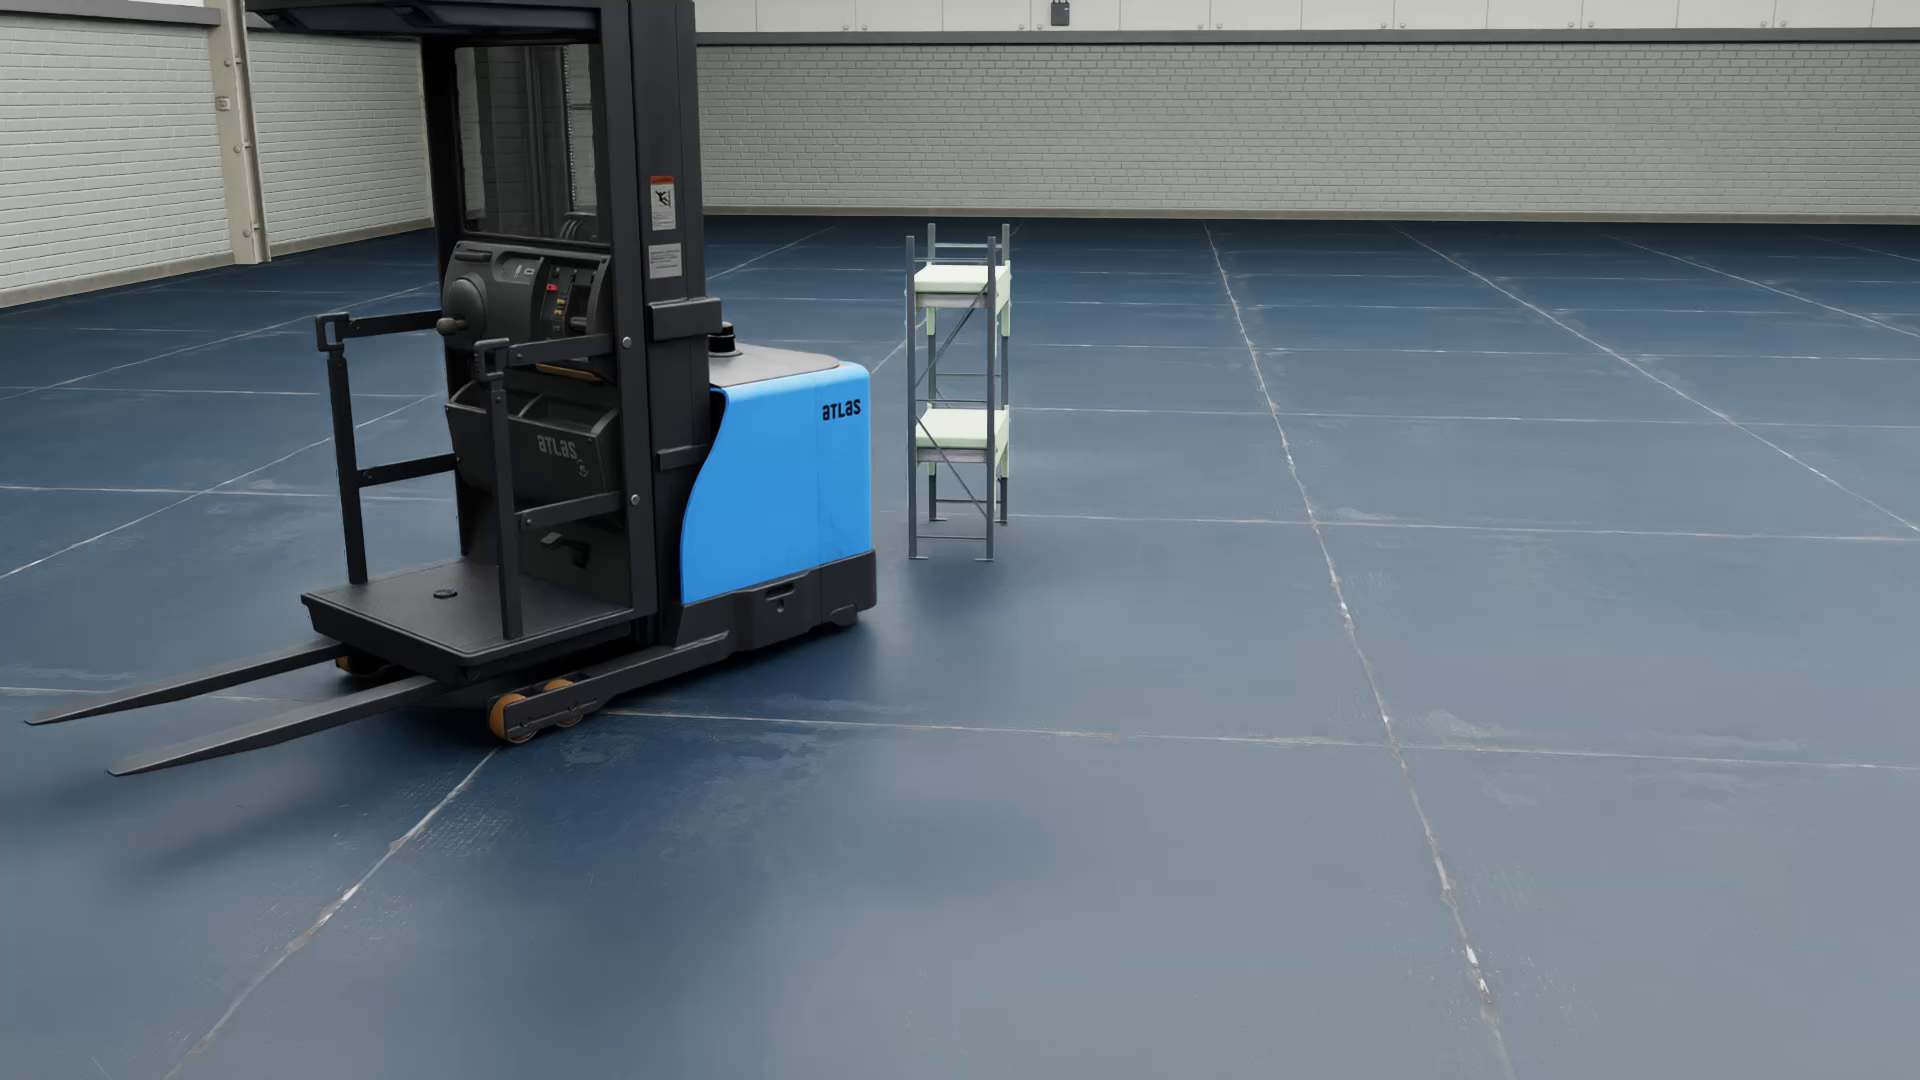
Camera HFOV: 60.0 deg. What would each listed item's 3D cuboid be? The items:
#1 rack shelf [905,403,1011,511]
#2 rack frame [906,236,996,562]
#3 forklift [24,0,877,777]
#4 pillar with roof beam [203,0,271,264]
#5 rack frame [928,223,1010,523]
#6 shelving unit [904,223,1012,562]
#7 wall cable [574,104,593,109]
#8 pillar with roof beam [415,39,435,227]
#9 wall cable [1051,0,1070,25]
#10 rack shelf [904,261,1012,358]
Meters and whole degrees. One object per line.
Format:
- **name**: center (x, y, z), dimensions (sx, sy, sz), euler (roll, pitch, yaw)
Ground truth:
- **rack shelf**: center (0.001, -0.411, 8.058), dimensions (0.431, 0.370, 0.720), euler (2, 15, 6)
- **rack frame**: center (-0.041, -0.631, 7.622), dimensions (0.400, 1.500, 0.023), euler (2, 15, 6)
- **forklift**: center (-1.694, -0.875, 5.784), dimensions (1.130, 2.935, 3.031), euler (13, 20, 39)
- **pillar with roof beam**: center (-4.800, -7.776, 19.681), dimensions (9.100, 9.000, 0.400), euler (2, 15, 6)
- **rack frame**: center (0.042, -0.821, 8.324), dimensions (0.400, 1.500, 0.023), euler (2, 15, 6)
- **shelving unit**: center (0.001, -0.726, 7.973), dimensions (0.431, 1.500, 0.755), euler (2, 15, 6)
- **wall cable**: center (-6.754, -8.686, 28.992), dimensions (3.097, 2.526, 0.112), euler (2, 15, 6)
- **pillar with roof beam**: center (-4.123, -9.333, 25.436), dimensions (9.100, 9.000, 0.400), euler (2, 15, 6)
- **wall cable**: center (2.677, -11.542, 27.094), dimensions (2.305, 6.003, 0.169), euler (2, 15, 6)
- **rack shelf**: center (0.001, -1.102, 7.871), dimensions (0.431, 0.370, 0.720), euler (2, 15, 6)
